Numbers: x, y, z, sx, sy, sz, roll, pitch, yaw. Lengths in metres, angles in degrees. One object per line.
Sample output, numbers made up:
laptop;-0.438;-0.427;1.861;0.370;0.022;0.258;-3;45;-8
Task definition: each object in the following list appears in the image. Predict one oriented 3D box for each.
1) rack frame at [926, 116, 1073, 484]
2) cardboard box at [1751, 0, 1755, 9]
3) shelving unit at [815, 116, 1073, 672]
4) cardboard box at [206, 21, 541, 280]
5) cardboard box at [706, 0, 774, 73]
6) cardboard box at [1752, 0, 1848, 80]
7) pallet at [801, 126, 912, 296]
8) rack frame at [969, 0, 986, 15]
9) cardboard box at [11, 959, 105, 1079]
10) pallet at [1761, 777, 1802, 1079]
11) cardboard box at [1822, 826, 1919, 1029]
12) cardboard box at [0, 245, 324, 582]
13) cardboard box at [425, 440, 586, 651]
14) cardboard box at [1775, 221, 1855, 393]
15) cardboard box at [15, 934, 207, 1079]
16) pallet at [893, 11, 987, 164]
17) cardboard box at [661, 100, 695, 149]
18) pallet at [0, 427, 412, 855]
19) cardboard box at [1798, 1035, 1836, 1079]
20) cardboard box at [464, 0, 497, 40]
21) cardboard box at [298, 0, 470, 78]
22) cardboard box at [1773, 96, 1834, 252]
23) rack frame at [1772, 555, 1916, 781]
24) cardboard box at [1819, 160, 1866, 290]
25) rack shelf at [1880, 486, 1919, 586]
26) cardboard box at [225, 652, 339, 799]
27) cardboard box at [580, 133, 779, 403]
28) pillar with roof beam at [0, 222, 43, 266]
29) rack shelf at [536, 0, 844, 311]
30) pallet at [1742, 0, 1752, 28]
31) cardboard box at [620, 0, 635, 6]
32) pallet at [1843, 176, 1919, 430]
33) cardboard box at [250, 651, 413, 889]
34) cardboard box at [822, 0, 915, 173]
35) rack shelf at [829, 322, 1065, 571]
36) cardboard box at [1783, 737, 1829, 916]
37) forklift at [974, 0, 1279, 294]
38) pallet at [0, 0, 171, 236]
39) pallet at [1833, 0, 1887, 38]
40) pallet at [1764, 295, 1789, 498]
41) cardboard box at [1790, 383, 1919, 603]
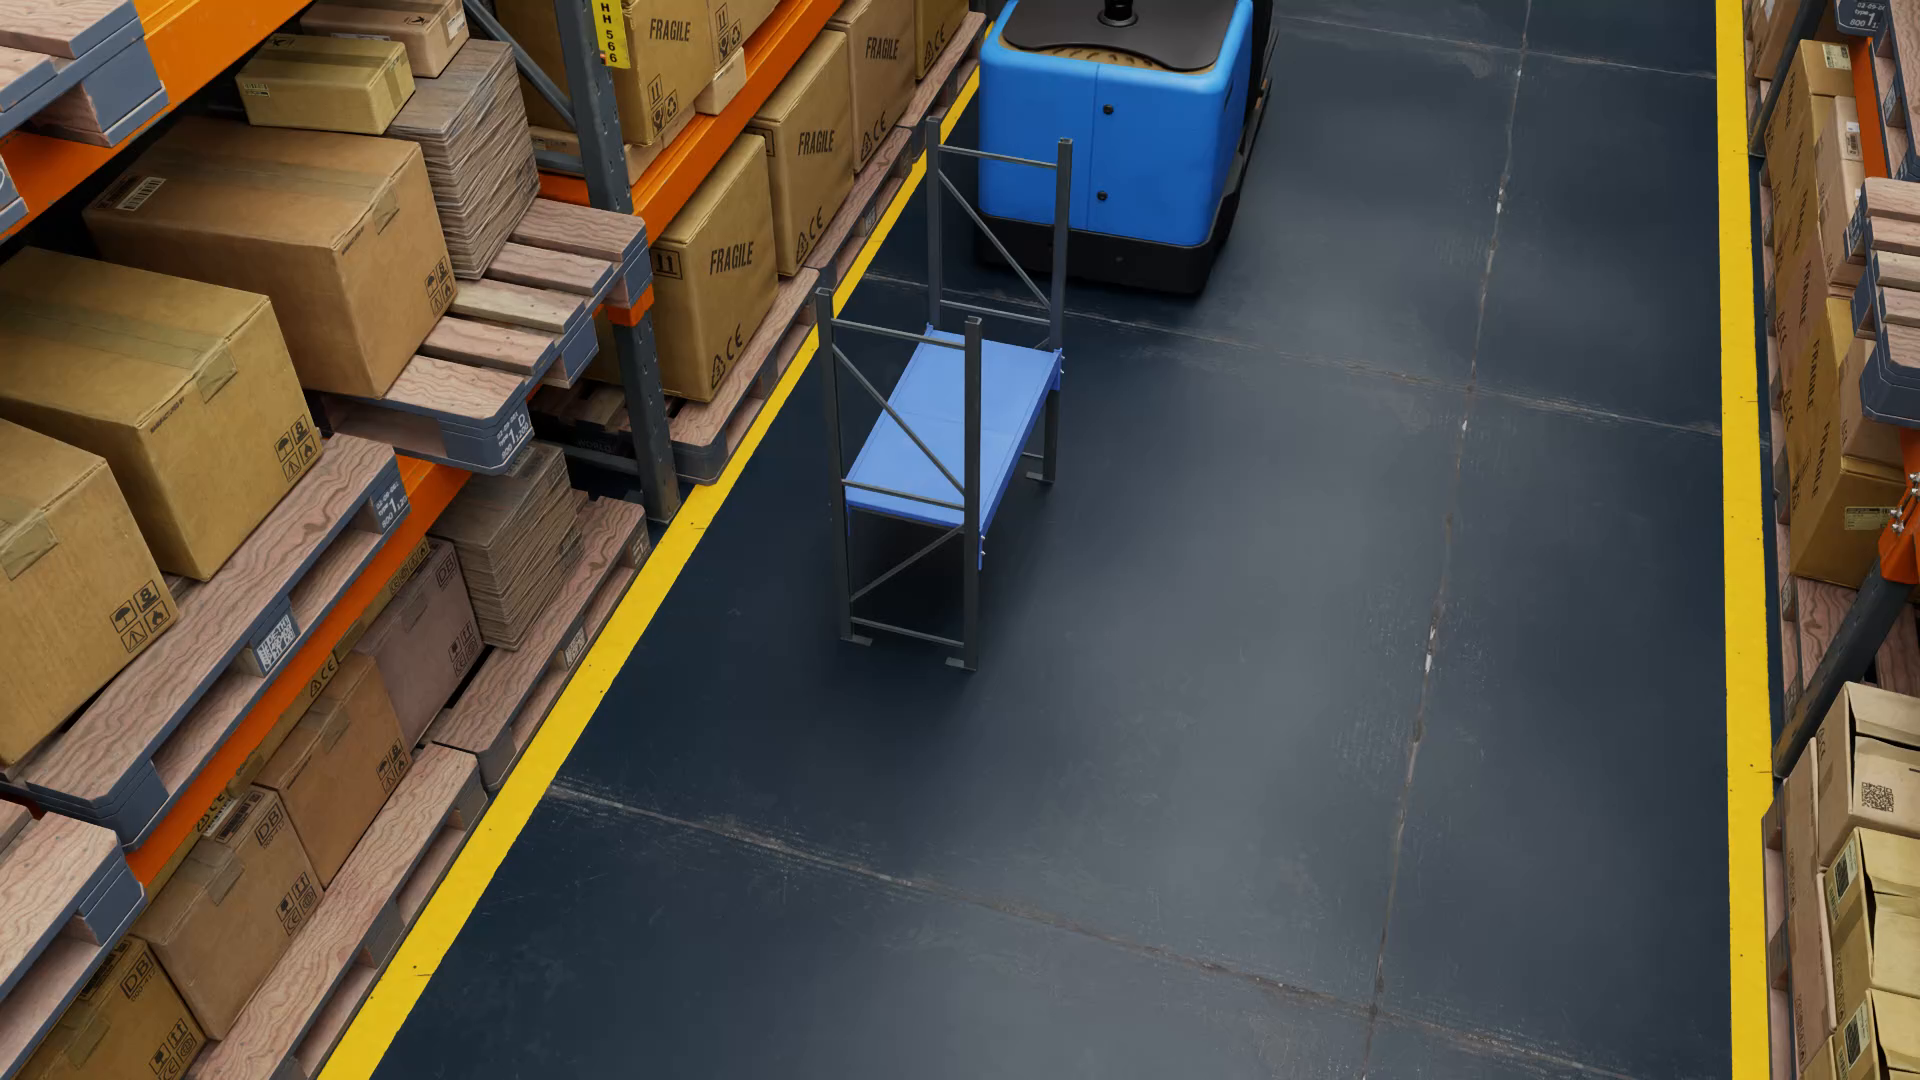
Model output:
rack frame;0.128;-0.818;6.014;0.500;1.500;0.032;13;46;12
cardboard box;4.500;-3.027;8.807;0.500;0.311;0.500;13;46;13
shelving unit;-0.026;-0.479;5.667;0.538;1.500;1.048;13;46;12
cardboard box;-1.696;-1.149;4.894;0.700;0.500;0.500;8;45;8
cardboard box;-1.005;-2.038;5.889;0.500;0.500;0.500;14;46;14
cardboard box;4.273;-2.595;8.230;0.500;0.500;0.500;13;46;13
pallet;-0.881;-1.595;7.729;1.003;0.211;1.213;13;46;13
rack frame;-0.352;-3.938;8.130;1.000;3.000;0.127;13;46;13
cardboard box;-2.437;1.074;3.944;0.500;0.250;0.500;12;46;12
pallet;2.872;1.312;4.758;1.003;0.211;1.213;13;46;13
cardboard box;2.569;1.046;4.301;0.500;0.311;0.500;11;46;12
cardboard box;-2.052;-0.314;4.040;0.700;0.500;0.500;13;46;13
cardboard box;-1.732;-0.045;5.623;0.700;0.500;0.500;13;46;13
cardboard box;3.529;-0.858;6.455;0.500;0.500;0.500;11;45;11
cardboard box;-2.459;1.282;4.268;0.700;0.500;0.500;12;46;12
pallet;-0.514;-2.411;8.563;1.003;0.211;1.213;13;46;13
cardboard box;-1.158;-1.526;5.830;0.380;0.149;0.250;13;46;13
pallet;-2.124;0.125;4.115;1.003;0.211;1.213;13;46;13
cardboard box;2.417;1.578;4.159;0.500;0.250;0.500;11;46;11
cardboard box;-1.671;-1.792;5.638;0.500;0.500;0.500;13;46;13
cardboard box;-1.639;-1.460;4.748;0.380;0.149;0.250;7;45;7
cardboard box;3.841;-1.526;7.138;0.500;0.500;0.500;13;46;13
rack frame;3.159;-0.225;4.335;1.000;3.000;0.127;13;46;13
cardboard box;3.537;-1.151;6.218;0.500;0.250;0.500;12;46;12
rack shelf;2.553;1.365;3.224;1.077;0.370;4.000;13;46;13
cardboard box;-2.115;0.398;4.635;0.500;0.250;0.500;12;46;12
cardboard box;-1.216;-1.116;6.482;0.750;0.750;0.750;12;46;12
pillar with roof beam;1.322;-1.821;1.677;9.100;9.000;0.400;13;46;13
rack shelf;-0.958;-2.348;7.019;1.077;0.370;4.000;13;46;13
pallet;4.947;-3.168;9.337;1.003;0.211;1.213;13;46;13
cardboard box;-1.171;-1.956;5.270;0.500;0.250;0.500;14;46;13
pallet;3.297;-0.623;4.879;1.213;0.211;1.003;13;46;13
cardboard box;-2.122;0.611;4.953;0.700;0.500;0.500;12;46;12
cardboard box;-0.691;-2.266;7.657;0.750;0.750;0.750;14;46;14
rack shelf;-0.026;-0.351;5.793;0.538;0.185;1.000;13;46;12
cardboard box;2.720;0.895;4.857;0.500;0.250;0.500;12;46;12
forklift;0.959;-3.168;7.392;1.130;2.935;3.031;11;46;11
pallet;-2.175;-0.691;2.801;1.213;0.211;1.003;13;46;13
pallet;4.024;-2.313;6.606;1.003;0.211;1.213;13;46;13
pallet;3.792;-0.528;6.639;1.003;0.211;1.213;13;46;13
cardboard box;3.218;-0.162;5.743;0.500;0.500;0.500;14;46;14
